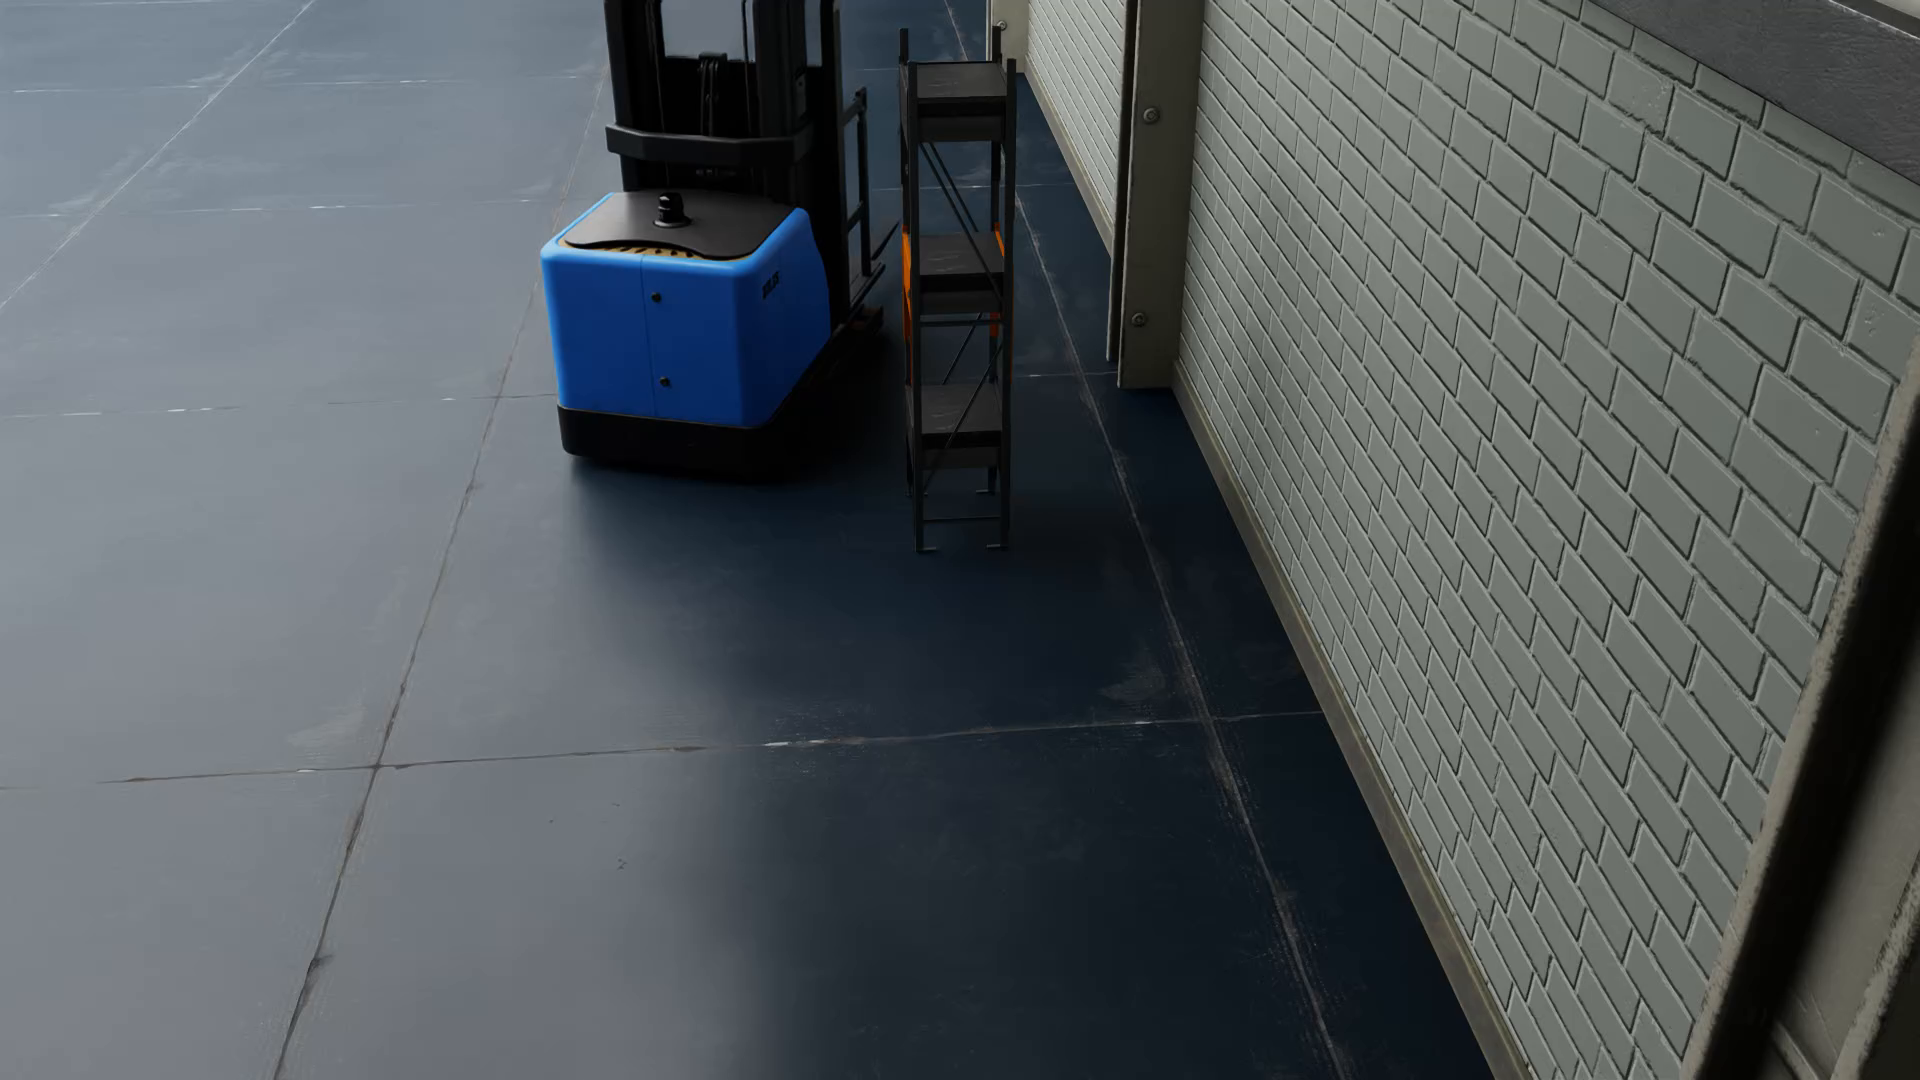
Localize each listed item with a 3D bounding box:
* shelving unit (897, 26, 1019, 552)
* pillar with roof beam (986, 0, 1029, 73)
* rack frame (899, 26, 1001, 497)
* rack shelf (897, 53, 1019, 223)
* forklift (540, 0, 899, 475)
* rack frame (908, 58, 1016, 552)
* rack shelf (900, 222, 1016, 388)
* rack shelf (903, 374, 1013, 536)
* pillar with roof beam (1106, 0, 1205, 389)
[{"bbox_3d":[-0.015,-0.986,6.853,0.431,2.100,0.503,-3,31,-5],"label":"shelving unit"},{"bbox_3d":[-3.893,-7.607,11.210,9.100,9.000,0.400,-3,31,-5],"label":"pillar with roof beam"},{"bbox_3d":[-0.038,-1.111,7.062,0.400,2.100,0.015,-3,31,-5],"label":"rack frame"},{"bbox_3d":[-0.015,-1.575,6.501,0.431,0.518,0.480,-3,31,-5],"label":"rack shelf"},{"bbox_3d":[-1.043,-2.300,8.242,1.130,2.935,3.031,7,32,11],"label":"forklift"},{"bbox_3d":[0.007,-0.861,6.644,0.400,2.100,0.015,-3,31,-5],"label":"rack frame"},{"bbox_3d":[-0.015,-0.974,6.860,0.431,0.518,0.480,-3,31,-5],"label":"rack shelf"},{"bbox_3d":[-0.015,-0.373,7.219,0.431,0.518,0.480,-3,31,-5],"label":"rack shelf"},{"bbox_3d":[-3.332,-4.543,6.081,9.100,9.000,0.400,-3,31,-5],"label":"pillar with roof beam"}]
